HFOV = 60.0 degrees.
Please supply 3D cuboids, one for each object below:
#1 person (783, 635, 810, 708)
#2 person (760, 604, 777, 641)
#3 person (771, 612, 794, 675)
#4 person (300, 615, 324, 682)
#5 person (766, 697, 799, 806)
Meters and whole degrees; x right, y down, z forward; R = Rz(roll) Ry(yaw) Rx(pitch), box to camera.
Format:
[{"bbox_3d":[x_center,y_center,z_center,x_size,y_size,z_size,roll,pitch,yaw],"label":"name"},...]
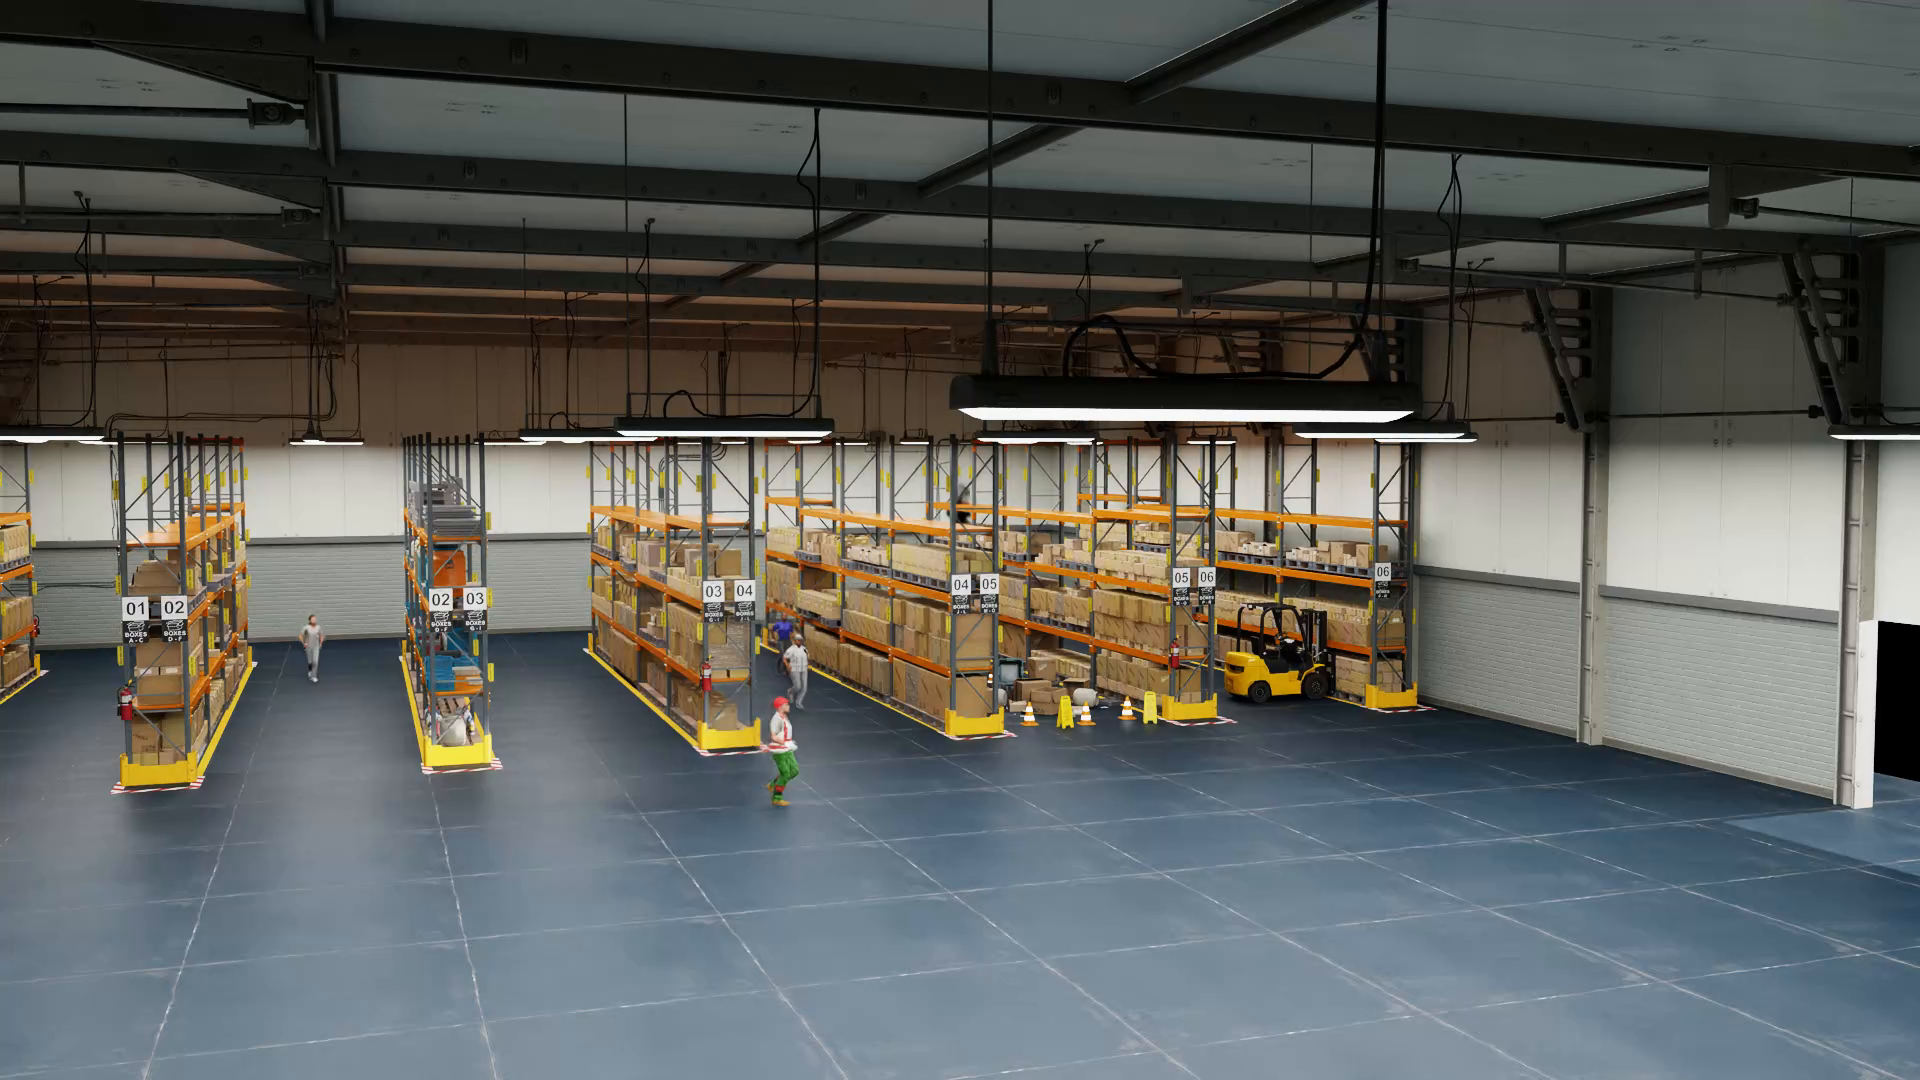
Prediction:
[{"bbox_3d":[-3.549,2.892,36.561,0.608,1.623,0.549,-2,4,-33],"label":"person"},{"bbox_3d":[-5.576,2.160,49.410,0.857,1.707,0.596,-2,4,-32],"label":"person"},{"bbox_3d":[-4.396,2.601,41.645,0.560,1.608,0.559,-2,4,-26],"label":"person"},{"bbox_3d":[-15.890,2.652,40.815,0.567,1.637,0.540,-2,4,-34],"label":"person"},{"bbox_3d":[-2.845,3.371,26.559,0.586,1.745,0.661,0,3,9],"label":"person"}]
